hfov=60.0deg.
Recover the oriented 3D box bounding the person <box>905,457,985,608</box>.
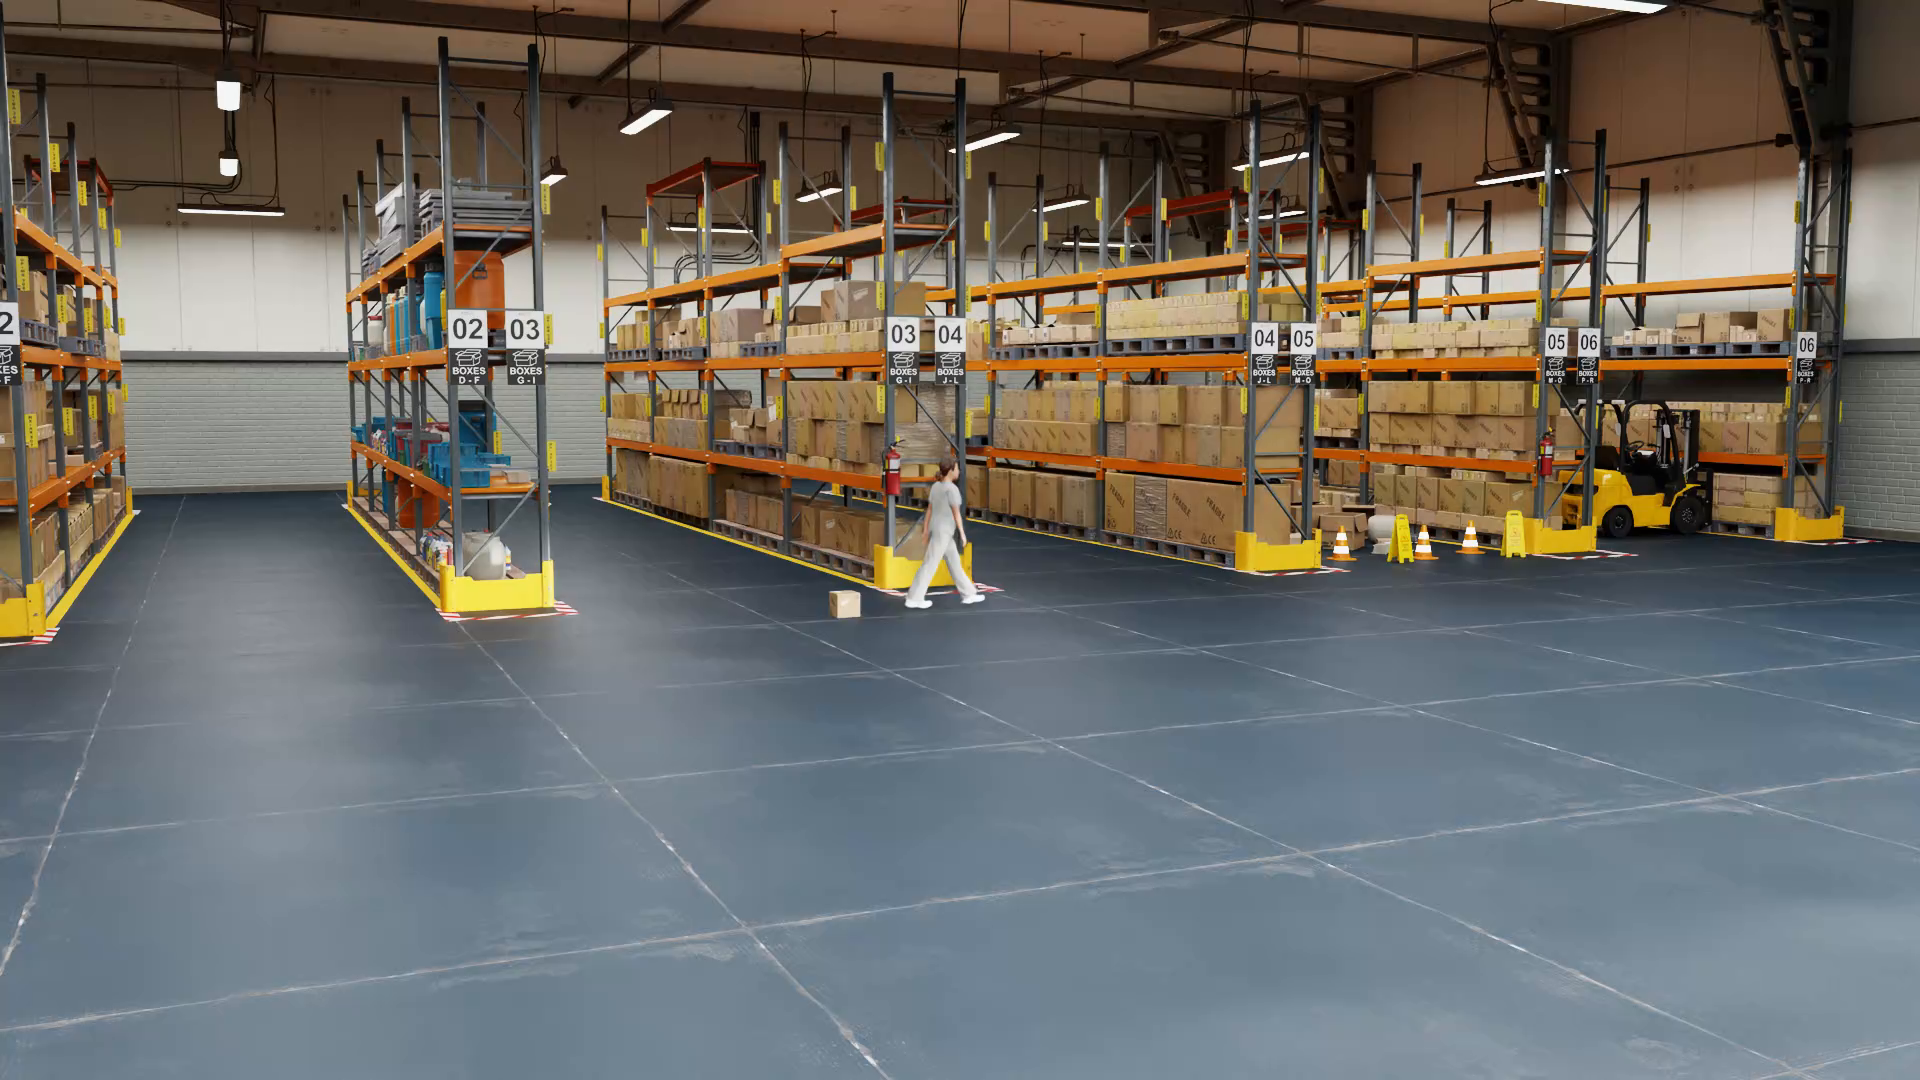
[{"bbox_3d":[-0.127,-0.088,17.857,1.011,1.598,0.469,-3,6,-25],"label":"person"}]
